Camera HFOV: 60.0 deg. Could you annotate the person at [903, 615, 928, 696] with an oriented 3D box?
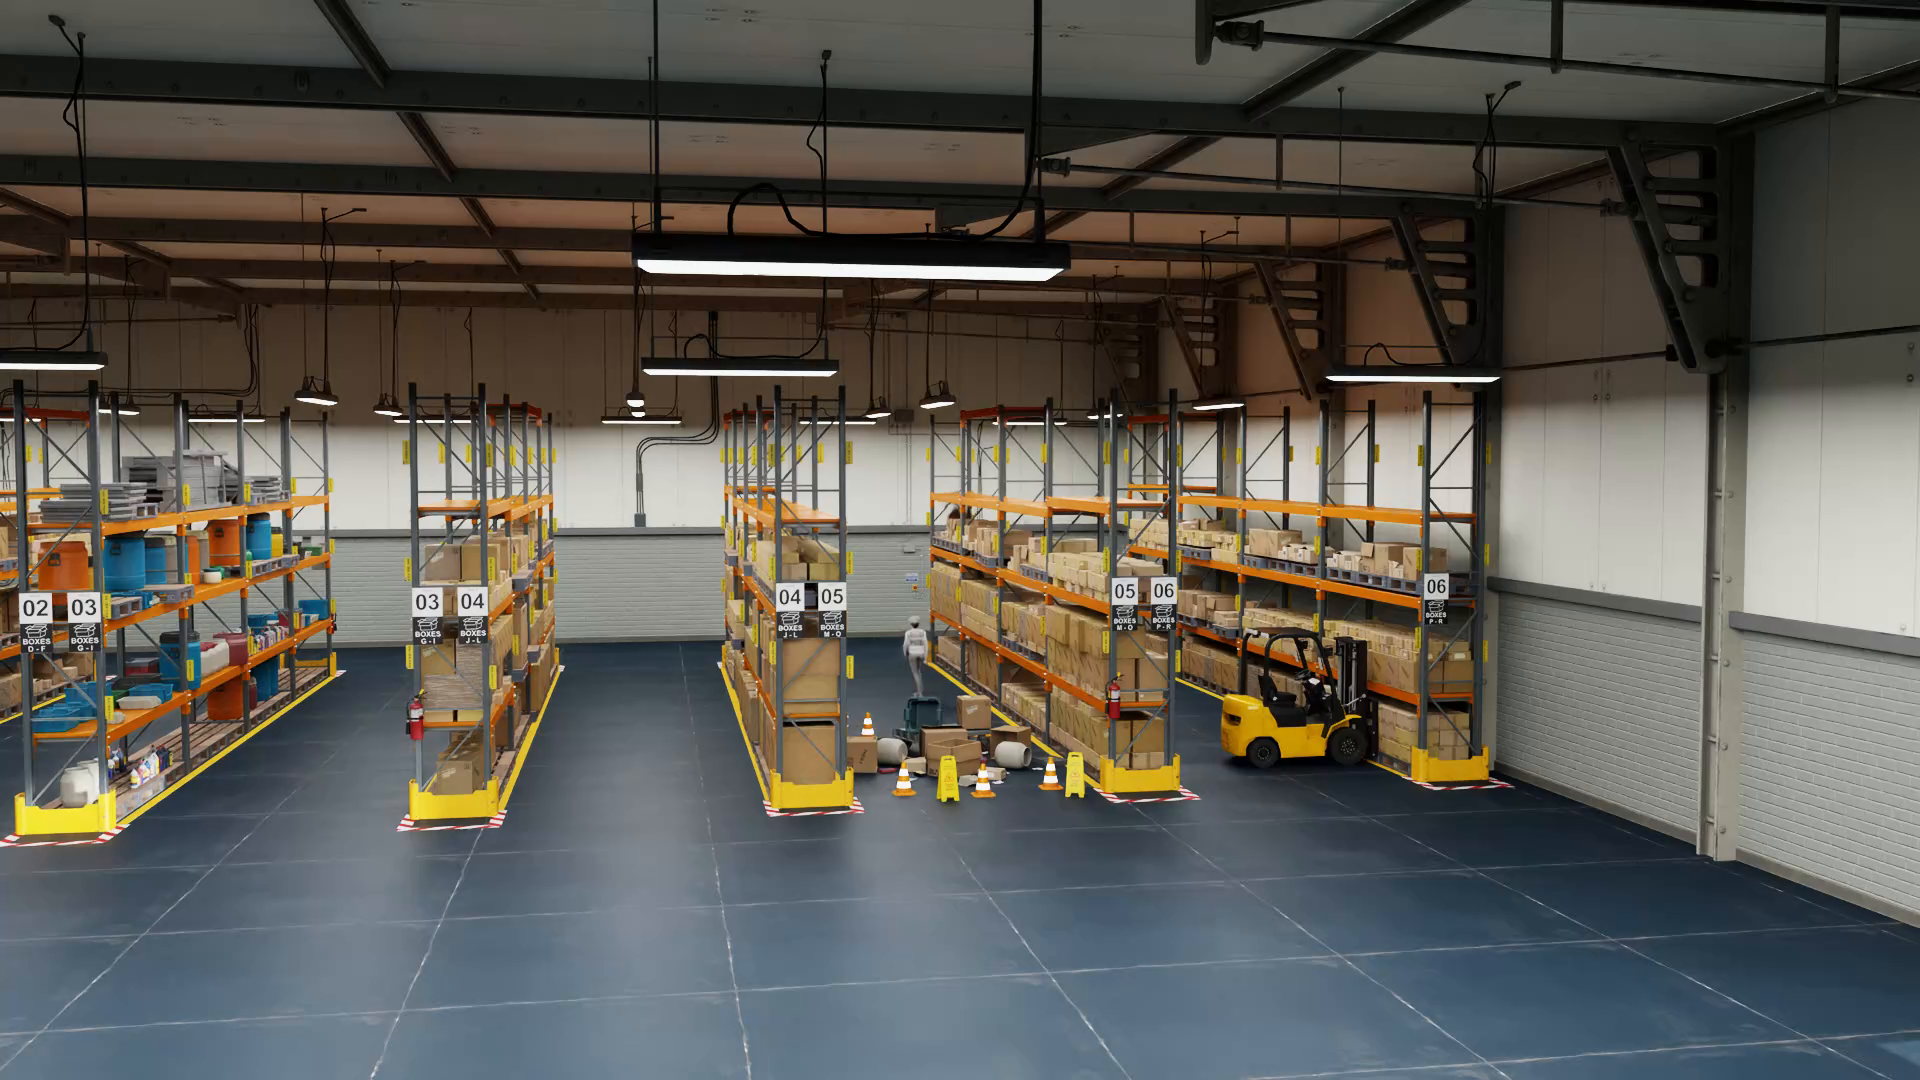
[{"bbox_3d":[-0.944,2.415,34.425,0.456,1.727,0.644,-2,3,-28],"label":"person"}]
